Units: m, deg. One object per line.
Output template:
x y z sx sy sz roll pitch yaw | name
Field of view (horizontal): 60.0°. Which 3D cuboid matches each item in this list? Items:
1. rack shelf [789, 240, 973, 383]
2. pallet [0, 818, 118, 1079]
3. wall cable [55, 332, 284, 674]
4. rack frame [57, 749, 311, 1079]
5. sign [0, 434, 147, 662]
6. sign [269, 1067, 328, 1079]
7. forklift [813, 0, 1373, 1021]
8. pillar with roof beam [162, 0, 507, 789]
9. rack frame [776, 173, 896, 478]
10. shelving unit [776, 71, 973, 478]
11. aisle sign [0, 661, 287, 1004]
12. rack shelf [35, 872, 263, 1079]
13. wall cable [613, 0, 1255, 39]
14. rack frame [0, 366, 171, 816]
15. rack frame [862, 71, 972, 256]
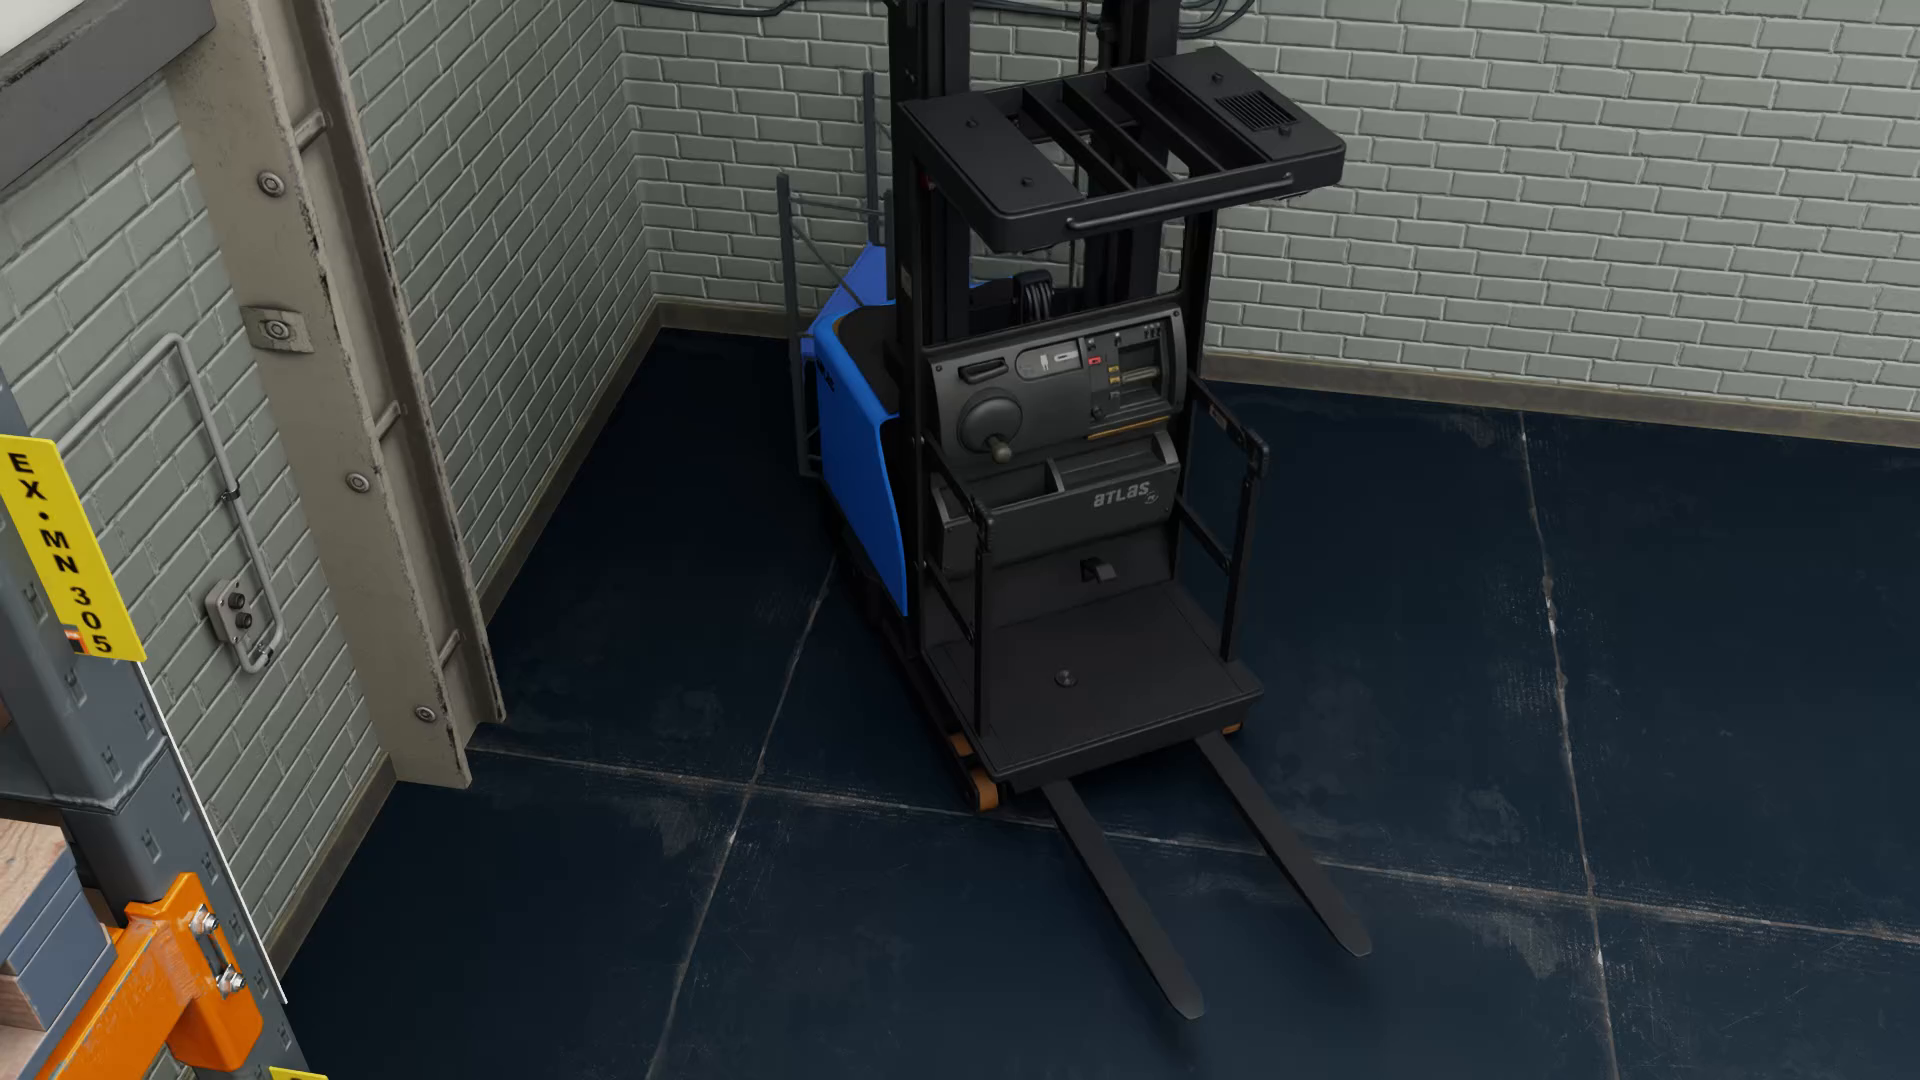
-0.343 -1.011 7.578 0.538 0.185 1.000 11 41 13 | rack shelf
-1.672 0.757 1.696 1.003 0.211 1.213 6 40 8 | pallet
-2.264 0.113 3.962 0.084 1.984 1.851 6 40 8 | wall cable
-1.554 1.412 3.188 1.000 3.000 0.127 6 40 8 | rack frame
-1.022 0.014 1.892 0.100 0.325 0.005 6 40 8 | sign
-1.022 0.943 2.660 0.100 0.325 0.005 6 40 8 | sign
0.430 -0.452 5.496 1.130 2.935 3.031 -15 42 -17 | forklift
2.301 -2.215 2.867 9.100 9.000 0.400 6 40 8 | pillar with roof beam
-0.494 -0.841 7.090 0.500 1.500 0.032 11 41 13 | rack frame
-0.343 -1.150 7.464 0.538 1.500 1.048 11 41 13 | shelving unit
-1.246 0.398 2.374 0.394 0.787 0.004 6 40 8 | aisle sign
-1.900 1.789 0.943 1.077 0.370 4.000 6 40 8 | rack shelf
-0.223 -3.213 6.511 3.097 2.526 0.112 6 40 8 | wall cable
-1.554 -0.900 1.276 1.000 3.000 0.127 6 40 8 | rack frame
-0.192 -1.459 7.838 0.500 1.500 0.032 11 41 13 | rack frame
